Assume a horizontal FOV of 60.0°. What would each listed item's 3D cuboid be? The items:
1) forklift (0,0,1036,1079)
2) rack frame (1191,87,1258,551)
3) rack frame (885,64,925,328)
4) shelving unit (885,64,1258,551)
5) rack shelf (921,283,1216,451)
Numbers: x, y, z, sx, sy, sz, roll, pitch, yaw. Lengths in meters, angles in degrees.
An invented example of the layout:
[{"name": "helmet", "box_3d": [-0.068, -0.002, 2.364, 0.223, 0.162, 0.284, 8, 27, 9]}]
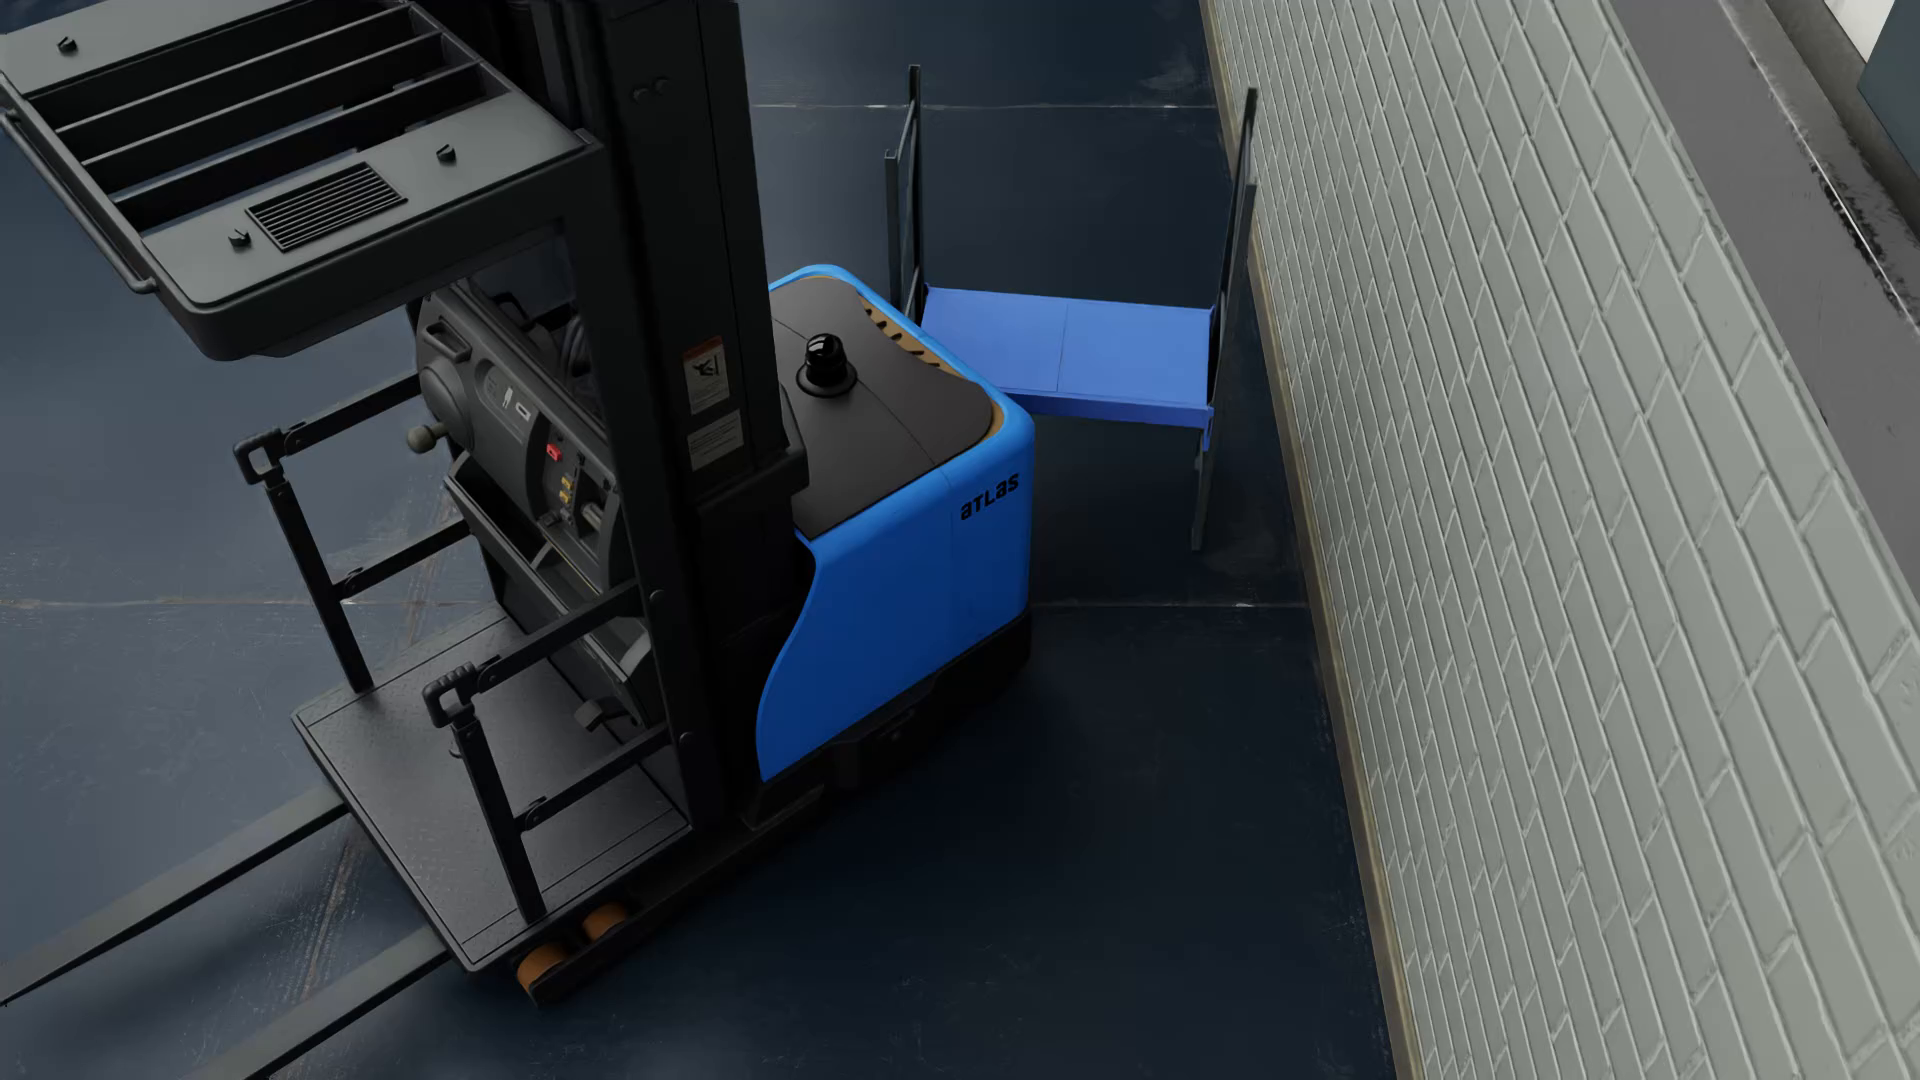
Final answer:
[{"name": "forklift", "box_3d": [-1.228, -0.176, 3.912, 3.031, 2.935, 1.130, -32, 55, -26]}, {"name": "rack frame", "box_3d": [0.841, -0.657, 5.337, 0.032, 1.500, 0.500, 5, 47, 5]}, {"name": "rack frame", "box_3d": [-0.167, -0.751, 5.424, 0.032, 1.500, 0.500, 5, 47, 5]}, {"name": "shelving unit", "box_3d": [0.337, -0.704, 5.380, 1.048, 1.500, 0.538, 5, 47, 5]}, {"name": "rack shelf", "box_3d": [0.337, -0.581, 5.512, 1.000, 0.185, 0.538, 5, 47, 5]}]
